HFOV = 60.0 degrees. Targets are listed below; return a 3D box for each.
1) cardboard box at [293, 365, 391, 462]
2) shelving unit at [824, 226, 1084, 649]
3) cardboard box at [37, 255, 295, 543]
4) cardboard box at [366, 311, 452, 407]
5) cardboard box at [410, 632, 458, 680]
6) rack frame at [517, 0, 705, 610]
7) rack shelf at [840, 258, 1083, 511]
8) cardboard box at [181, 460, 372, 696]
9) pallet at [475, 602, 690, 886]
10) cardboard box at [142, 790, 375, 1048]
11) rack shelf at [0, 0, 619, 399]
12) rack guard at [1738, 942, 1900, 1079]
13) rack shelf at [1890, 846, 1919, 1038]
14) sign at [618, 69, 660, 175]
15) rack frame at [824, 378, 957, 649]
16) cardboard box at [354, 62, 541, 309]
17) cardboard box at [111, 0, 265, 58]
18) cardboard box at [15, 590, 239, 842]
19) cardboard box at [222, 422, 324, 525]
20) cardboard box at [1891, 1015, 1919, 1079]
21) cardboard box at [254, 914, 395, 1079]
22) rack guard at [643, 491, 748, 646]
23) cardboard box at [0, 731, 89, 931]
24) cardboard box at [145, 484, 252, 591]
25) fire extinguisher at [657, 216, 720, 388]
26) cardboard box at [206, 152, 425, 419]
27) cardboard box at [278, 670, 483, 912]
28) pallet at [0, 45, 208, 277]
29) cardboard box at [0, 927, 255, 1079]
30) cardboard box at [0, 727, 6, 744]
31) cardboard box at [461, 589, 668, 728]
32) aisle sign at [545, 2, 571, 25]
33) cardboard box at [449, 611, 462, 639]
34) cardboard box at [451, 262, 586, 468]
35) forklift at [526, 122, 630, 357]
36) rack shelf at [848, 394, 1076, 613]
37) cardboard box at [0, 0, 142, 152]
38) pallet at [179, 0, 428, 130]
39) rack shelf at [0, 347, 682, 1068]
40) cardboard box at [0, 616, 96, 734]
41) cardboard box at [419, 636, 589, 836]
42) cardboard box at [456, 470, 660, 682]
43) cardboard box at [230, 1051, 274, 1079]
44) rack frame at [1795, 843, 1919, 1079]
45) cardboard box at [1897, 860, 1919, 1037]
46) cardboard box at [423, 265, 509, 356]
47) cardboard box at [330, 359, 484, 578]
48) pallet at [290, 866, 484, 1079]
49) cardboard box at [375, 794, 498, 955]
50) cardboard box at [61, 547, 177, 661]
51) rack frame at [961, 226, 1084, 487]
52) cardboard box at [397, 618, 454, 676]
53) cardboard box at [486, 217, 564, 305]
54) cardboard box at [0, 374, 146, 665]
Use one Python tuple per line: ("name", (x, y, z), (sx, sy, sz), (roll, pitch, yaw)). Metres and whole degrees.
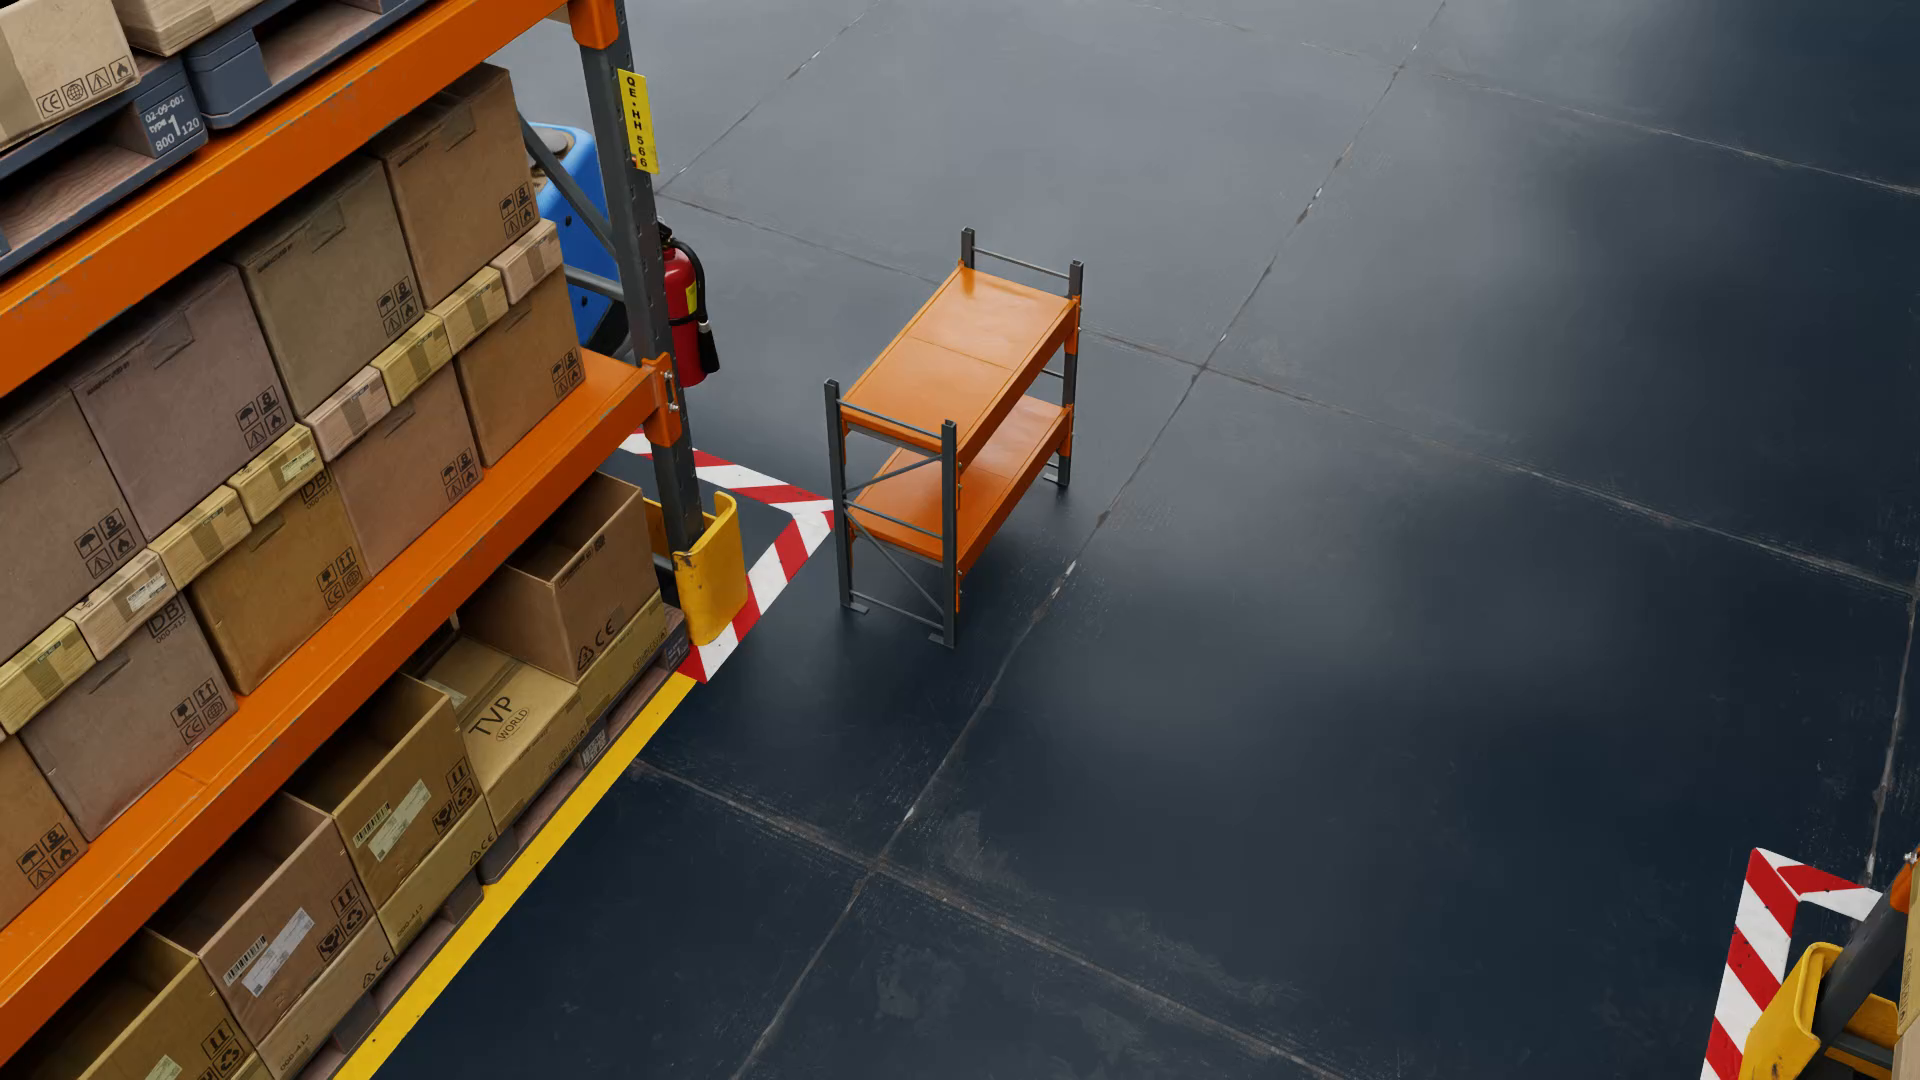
("cardboard box", (-1.783, -0.394, 4.504), (0.380, 0.149, 0.250), (21, 49, 20))
("shelving unit", (-0.003, -0.391, 6.346), (0.538, 1.125, 1.048), (20, 49, 19))
("cardboard box", (-2.142, -0.436, 4.090), (0.700, 0.500, 0.500), (21, 49, 19))
("cardboard box", (-1.664, -0.552, 4.660), (0.380, 0.149, 0.250), (20, 49, 18))
("cardboard box", (-2.091, 0.481, 5.804), (0.500, 0.250, 0.500), (20, 49, 19))
("rack frame", (-1.417, -0.919, 5.549), (1.000, 3.000, 0.127), (20, 49, 19))
("rack shelf", (-0.003, -0.597, 6.138), (0.538, 0.278, 1.000), (20, 49, 19))
("cardboard box", (-2.120, -0.021, 4.591), (0.700, 0.500, 0.500), (21, 49, 19))
("pallet", (-1.734, 0.557, 6.051), (1.003, 0.211, 1.213), (20, 49, 19))
("cardboard box", (-2.086, 1.022, 4.742), (0.500, 0.500, 0.500), (20, 49, 19))
("rack shelf", (-2.345, -0.461, 3.493), (1.077, 0.370, 4.000), (20, 49, 19))
("rack guard", (2.938, 1.641, 4.777), (1.175, 0.500, 0.348), (20, 49, 19))
("rack shelf", (2.044, 2.227, 2.946), (1.077, 0.370, 4.000), (20, 49, 19))
("sign", (-0.942, -1.221, 4.867), (0.100, 0.325, 0.005), (20, 49, 19))
("rack frame", (-0.239, -0.071, 6.029), (0.500, 1.125, 0.032), (20, 49, 19))
("cardboard box", (-1.669, -1.087, 4.733), (0.700, 0.500, 0.500), (21, 49, 19))
("cardboard box", (-1.718, -1.305, 3.534), (0.500, 0.250, 0.500), (20, 49, 19))
("cardboard box", (-2.361, 0.312, 4.262), (0.700, 0.500, 0.500), (22, 49, 20))
("cardboard box", (-1.904, -0.229, 4.341), (0.380, 0.149, 0.250), (22, 49, 20))
("cardboard box", (2.237, 1.294, 3.453), (0.500, 0.250, 0.500), (19, 48, 18))
("cardboard box", (-2.089, 1.284, 5.010), (0.500, 0.250, 0.500), (20, 49, 19))
("rack guard", (-1.405, -0.055, 6.453), (1.175, 0.500, 0.348), (20, 49, 19))
("cardboard box", (-2.598, 0.635, 3.943), (0.700, 0.500, 0.500), (21, 49, 20))
("cardboard box", (-2.025, -0.062, 4.176), (0.380, 0.149, 0.250), (22, 49, 20))
("fire extinguisher", (-0.950, -0.813, 5.499), (0.296, 0.674, 0.183), (20, 49, 19))
("cardboard box", (-1.908, -0.754, 4.404), (0.700, 0.500, 0.500), (19, 48, 18))
("cardboard box", (-1.853, 0.707, 5.053), (0.500, 0.500, 0.500), (20, 49, 19))
("pallet", (-2.333, -0.734, 3.320), (1.003, 0.211, 1.213), (20, 49, 19))
("cardboard box", (-2.317, 1.337, 4.430), (0.500, 0.500, 0.500), (20, 49, 19))
("cardboard box", (-2.382, 0.419, 3.700), (0.380, 0.149, 0.250), (19, 48, 18))
("cardboard box", (-1.404, 0.335, 5.948), (0.500, 0.250, 0.500), (20, 49, 19))
("aisle sign", (-1.126, -1.777, 4.570), (0.394, 0.787, 0.004), (20, 49, 19))
("cardboard box", (-1.863, 0.164, 6.117), (0.500, 0.250, 0.500), (20, 49, 19))
("cardboard box", (-1.645, -0.664, 5.227), (0.700, 0.500, 0.500), (20, 49, 19))
("forklift", (-3.076, -1.883, 6.550), (3.031, 2.935, 1.130), (9, 46, 9))
("rack shelf", (-0.003, -0.219, 6.520), (0.538, 0.278, 1.000), (20, 49, 19))
("cardboard box", (-1.976, -0.976, 3.166), (0.500, 0.311, 0.500), (26, 51, 23))
("pallet", (-1.768, -1.505, 4.082), (1.003, 0.211, 1.213), (20, 49, 19))
("rack shelf", (-2.345, 0.594, 4.560), (1.077, 0.370, 4.000), (20, 49, 19))
("cardboard box", (-2.261, 0.255, 3.862), (0.380, 0.149, 0.250), (20, 49, 19))
("cardboard box", (-1.625, 0.654, 5.632), (0.500, 0.250, 0.500), (20, 49, 19))
("cardboard box", (-1.402, 0.072, 5.680), (0.500, 0.500, 0.500), (20, 49, 19))
("cardboard box", (-2.316, 1.601, 4.696), (0.500, 0.250, 0.500), (20, 49, 19))
("rack frame", (2.973, 0.714, 3.935), (1.000, 3.000, 0.127), (20, 49, 19))
("cardboard box", (2.465, 0.963, 3.781), (0.500, 0.250, 0.500), (19, 48, 18))
("cardboard box", (-1.545, -0.713, 4.820), (0.380, 0.149, 0.250), (22, 49, 20))
("cardboard box", (-1.884, -0.332, 4.899), (0.700, 0.500, 0.500), (22, 49, 20))
("pallet", (-2.302, 1.322, 5.294), (1.003, 0.211, 1.213), (20, 49, 19))
("cardboard box", (-1.856, 0.970, 5.320), (0.500, 0.250, 0.500), (20, 49, 19))
("cardboard box", (-2.143, 0.099, 4.016), (0.380, 0.149, 0.250), (20, 49, 19))
("rack frame", (0.233, -0.711, 6.662), (0.500, 1.125, 0.032), (20, 49, 19))
("cardboard box", (-2.093, 0.216, 5.538), (0.500, 0.500, 0.500), (20, 49, 19))
("cardboard box", (-1.425, -0.879, 4.983), (0.380, 0.149, 0.250), (20, 49, 18))
("cardboard box", (-2.374, -0.120, 3.778), (0.700, 0.500, 0.500), (20, 49, 19))
